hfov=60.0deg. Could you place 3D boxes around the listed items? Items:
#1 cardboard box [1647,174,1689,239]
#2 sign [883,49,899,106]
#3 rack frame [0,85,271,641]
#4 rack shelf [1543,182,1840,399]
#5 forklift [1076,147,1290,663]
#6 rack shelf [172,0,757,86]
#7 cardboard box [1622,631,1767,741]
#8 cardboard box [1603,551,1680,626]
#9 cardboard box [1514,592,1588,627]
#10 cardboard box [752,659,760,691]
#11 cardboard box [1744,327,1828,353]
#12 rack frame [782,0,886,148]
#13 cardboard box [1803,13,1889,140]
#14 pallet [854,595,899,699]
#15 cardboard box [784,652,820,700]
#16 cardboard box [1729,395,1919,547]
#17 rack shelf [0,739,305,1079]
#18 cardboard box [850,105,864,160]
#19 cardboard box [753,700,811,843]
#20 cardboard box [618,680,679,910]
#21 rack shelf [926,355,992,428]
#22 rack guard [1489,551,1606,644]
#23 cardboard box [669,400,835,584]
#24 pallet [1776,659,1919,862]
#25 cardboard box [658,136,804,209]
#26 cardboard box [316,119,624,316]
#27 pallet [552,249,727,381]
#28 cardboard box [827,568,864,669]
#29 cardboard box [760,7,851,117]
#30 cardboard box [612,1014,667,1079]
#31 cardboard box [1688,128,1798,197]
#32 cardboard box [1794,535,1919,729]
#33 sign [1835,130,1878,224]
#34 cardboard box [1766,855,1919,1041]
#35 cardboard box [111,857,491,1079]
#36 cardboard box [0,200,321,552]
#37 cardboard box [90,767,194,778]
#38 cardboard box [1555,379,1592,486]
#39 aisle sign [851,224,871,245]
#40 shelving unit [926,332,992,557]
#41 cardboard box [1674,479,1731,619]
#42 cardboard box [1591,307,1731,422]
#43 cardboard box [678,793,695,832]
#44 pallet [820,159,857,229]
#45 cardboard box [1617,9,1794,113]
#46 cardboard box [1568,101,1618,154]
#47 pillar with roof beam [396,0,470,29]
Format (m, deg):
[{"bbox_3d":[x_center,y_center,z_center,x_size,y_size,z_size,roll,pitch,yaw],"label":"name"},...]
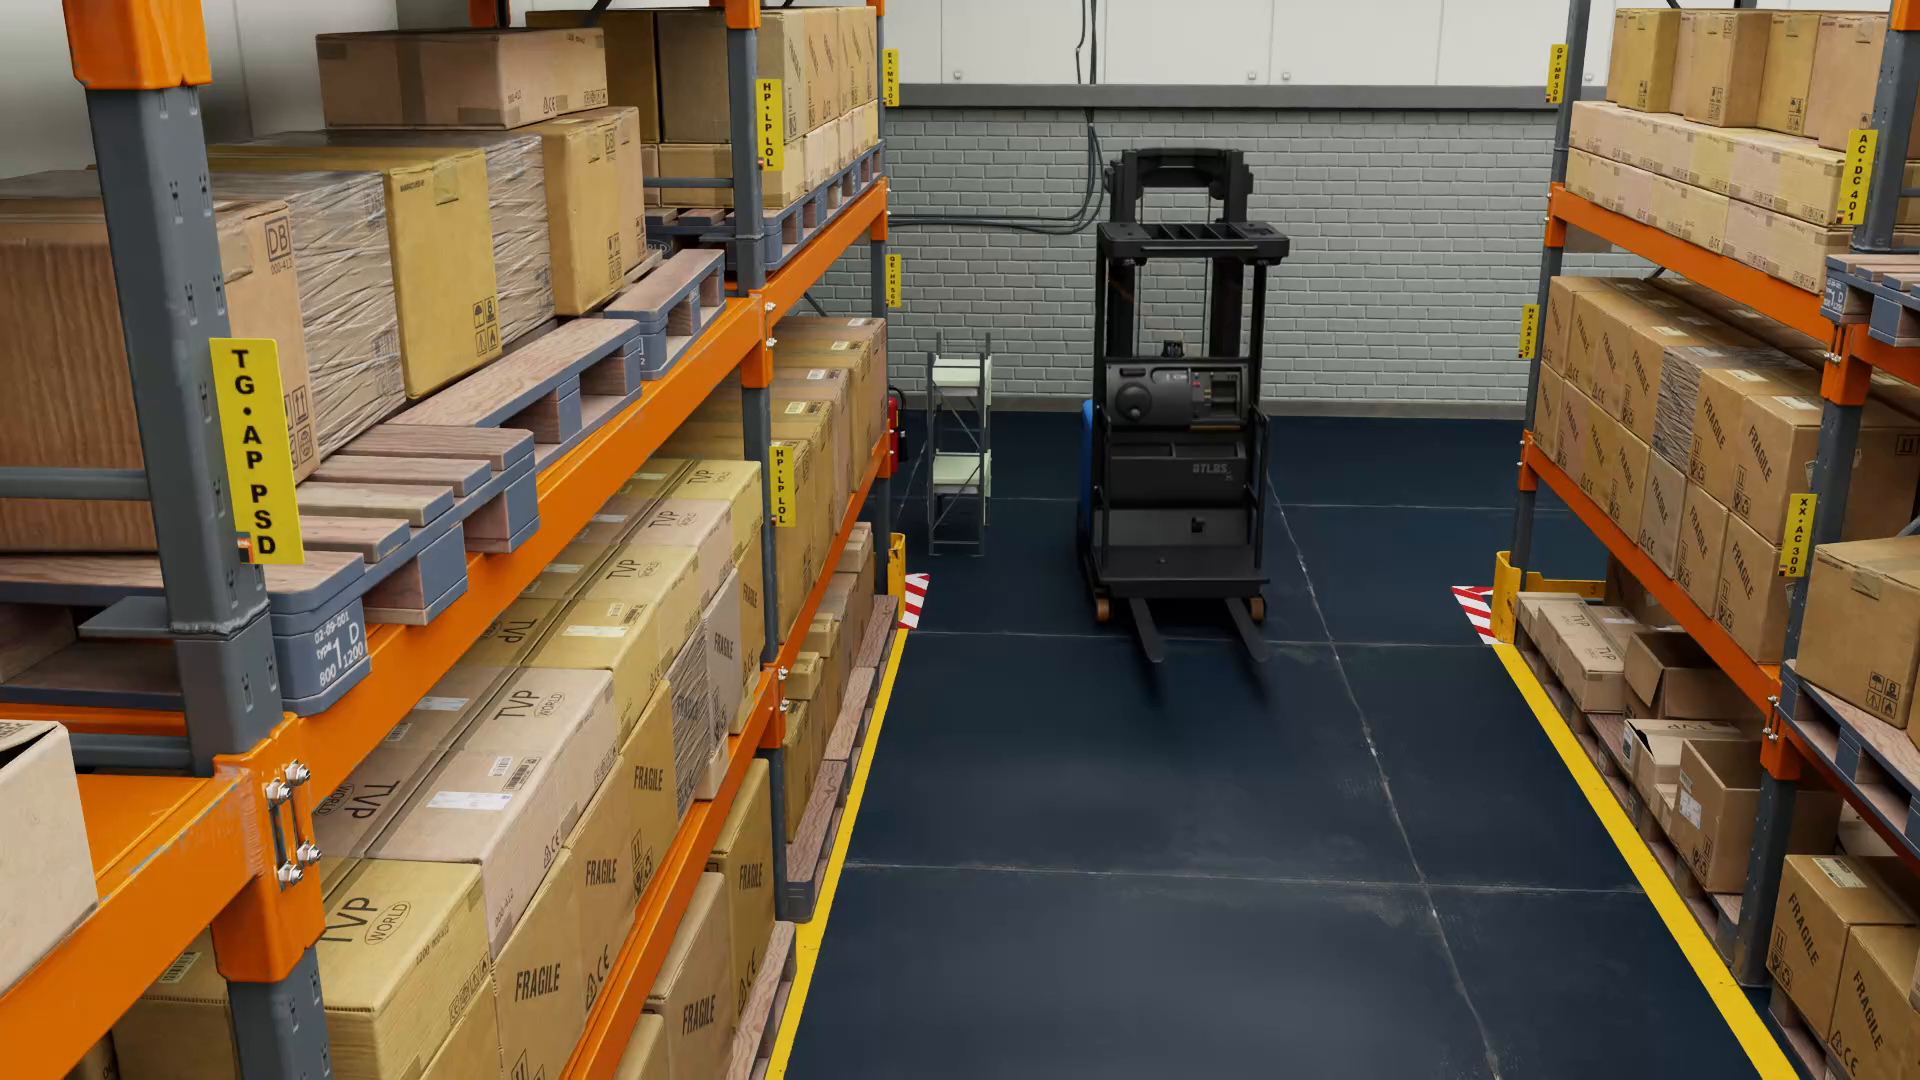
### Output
[{"bbox_3d":[3.585,-1.572,7.828,0.500,0.250,0.500,1,18,4],"label":"cardboard box"},{"bbox_3d":[-0.413,-2.739,9.853,0.100,0.325,0.005,1,18,4],"label":"sign"},{"bbox_3d":[-1.527,-1.313,1.979,1.000,3.000,0.127,1,18,4],"label":"rack frame"},{"bbox_3d":[3.844,-1.300,7.912,1.077,0.370,4.000,1,18,4],"label":"rack shelf"},{"bbox_3d":[1.418,-0.953,10.623,1.130,2.935,3.031,0,18,-1],"label":"forklift"},{"bbox_3d":[-1.384,-1.403,4.049,1.077,0.370,4.000,1,18,4],"label":"rack shelf"},{"bbox_3d":[3.830,0.798,8.472,0.797,0.503,0.637,1,18,4],"label":"cardboard box"},{"bbox_3d":[4.194,0.315,9.951,0.500,0.500,0.500,1,18,4],"label":"cardboard box"},{"bbox_3d":[3.615,0.430,10.164,0.380,0.149,0.250,1,18,4],"label":"cardboard box"},{"bbox_3d":[-0.982,0.516,6.401,0.380,0.149,0.250,1,18,4],"label":"cardboard box"},{"bbox_3d":[4.125,-0.738,8.093,0.500,0.500,0.500,2,18,6],"label":"cardboard box"},{"bbox_3d":[-0.954,-3.798,9.562,1.000,3.000,0.127,1,18,4],"label":"rack frame"},{"bbox_3d":[3.875,-1.847,6.660,0.700,0.500,0.500,1,18,4],"label":"cardboard box"},{"bbox_3d":[-0.933,0.628,10.167,1.003,0.211,1.213,1,18,4],"label":"pallet"},{"bbox_3d":[-0.878,0.643,7.942,0.380,0.149,0.250,2,18,6],"label":"cardboard box"},{"bbox_3d":[3.479,-0.281,6.697,0.500,0.500,0.500,1,18,4],"label":"cardboard box"},{"bbox_3d":[-1.670,1.075,0.663,1.077,0.370,4.000,1,18,4],"label":"rack shelf"},{"bbox_3d":[-0.777,-2.153,8.766,0.500,0.250,0.500,1,18,2],"label":"cardboard box"},{"bbox_3d":[-1.084,1.054,7.730,0.700,0.500,0.500,2,18,5],"label":"cardboard box"},{"bbox_3d":[-1.124,0.716,4.752,0.500,0.500,0.500,2,18,5],"label":"cardboard box"},{"bbox_3d":[0.000,-1.081,12.062,0.431,0.370,0.720,1,18,4],"label":"rack shelf"},{"bbox_3d":[3.982,0.374,10.479,1.175,0.500,0.348,1,18,4],"label":"rack guard"},{"bbox_3d":[-1.127,-0.242,7.863,0.980,0.700,0.700,1,18,3],"label":"cardboard box"},{"bbox_3d":[3.535,0.742,5.651,1.003,0.211,1.213,1,18,4],"label":"pallet"},{"bbox_3d":[-0.928,-1.515,6.817,0.500,0.250,0.500,1,18,4],"label":"cardboard box"},{"bbox_3d":[-1.388,-0.942,4.795,0.700,0.500,0.500,1,18,3],"label":"cardboard box"},{"bbox_3d":[-1.257,-0.753,5.395,0.805,0.209,1.217,1,18,2],"label":"pallet"},{"bbox_3d":[-0.940,0.416,9.675,0.700,0.500,0.500,1,18,4],"label":"cardboard box"},{"bbox_3d":[-0.810,-2.354,8.174,0.500,0.500,0.500,0,18,1],"label":"cardboard box"},{"bbox_3d":[-1.274,1.862,4.701,0.750,0.750,0.750,1,18,4],"label":"cardboard box"},{"bbox_3d":[3.542,-1.655,7.276,0.500,0.250,0.500,1,18,4],"label":"cardboard box"},{"bbox_3d":[3.444,0.300,5.856,0.700,0.500,0.500,-5,19,-15],"label":"cardboard box"},{"bbox_3d":[3.159,-1.276,5.853,0.100,0.325,0.005,1,18,4],"label":"sign"},{"bbox_3d":[3.423,1.528,6.250,0.500,0.500,0.500,0,18,1],"label":"cardboard box"},{"bbox_3d":[-1.235,0.839,3.172,0.500,0.250,0.500,2,18,5],"label":"cardboard box"},{"bbox_3d":[-1.550,-0.294,2.817,0.700,0.500,0.500,0,18,0],"label":"cardboard box"},{"bbox_3d":[-1.713,0.675,3.670,0.500,0.250,0.500,1,18,2],"label":"cardboard box"},{"bbox_3d":[3.661,-0.593,9.255,0.500,0.500,0.500,1,18,3],"label":"cardboard box"},{"bbox_3d":[-0.649,-2.198,10.139,0.394,0.787,0.004,1,18,4],"label":"aisle sign"},{"bbox_3d":[0.000,-0.711,12.183,0.431,1.500,0.755,1,18,4],"label":"shelving unit"},{"bbox_3d":[3.516,0.036,7.335,0.500,0.500,0.500,2,18,5],"label":"cardboard box"},{"bbox_3d":[3.622,-0.911,8.618,0.500,0.500,0.500,2,18,5],"label":"cardboard box"},{"bbox_3d":[-1.084,0.833,5.436,0.380,0.149,0.250,1,18,4],"label":"cardboard box"},{"bbox_3d":[-1.081,-1.720,8.180,1.003,0.211,1.213,1,18,4],"label":"pallet"},{"bbox_3d":[3.847,-2.472,8.568,0.700,0.500,0.500,1,18,4],"label":"cardboard box"},{"bbox_3d":[3.691,-2.276,9.171,0.500,0.250,0.500,1,18,4],"label":"cardboard box"},{"bbox_3d":[2.241,-2.696,6.200,9.100,9.000,0.400,1,18,4],"label":"pillar with roof beam"}]
